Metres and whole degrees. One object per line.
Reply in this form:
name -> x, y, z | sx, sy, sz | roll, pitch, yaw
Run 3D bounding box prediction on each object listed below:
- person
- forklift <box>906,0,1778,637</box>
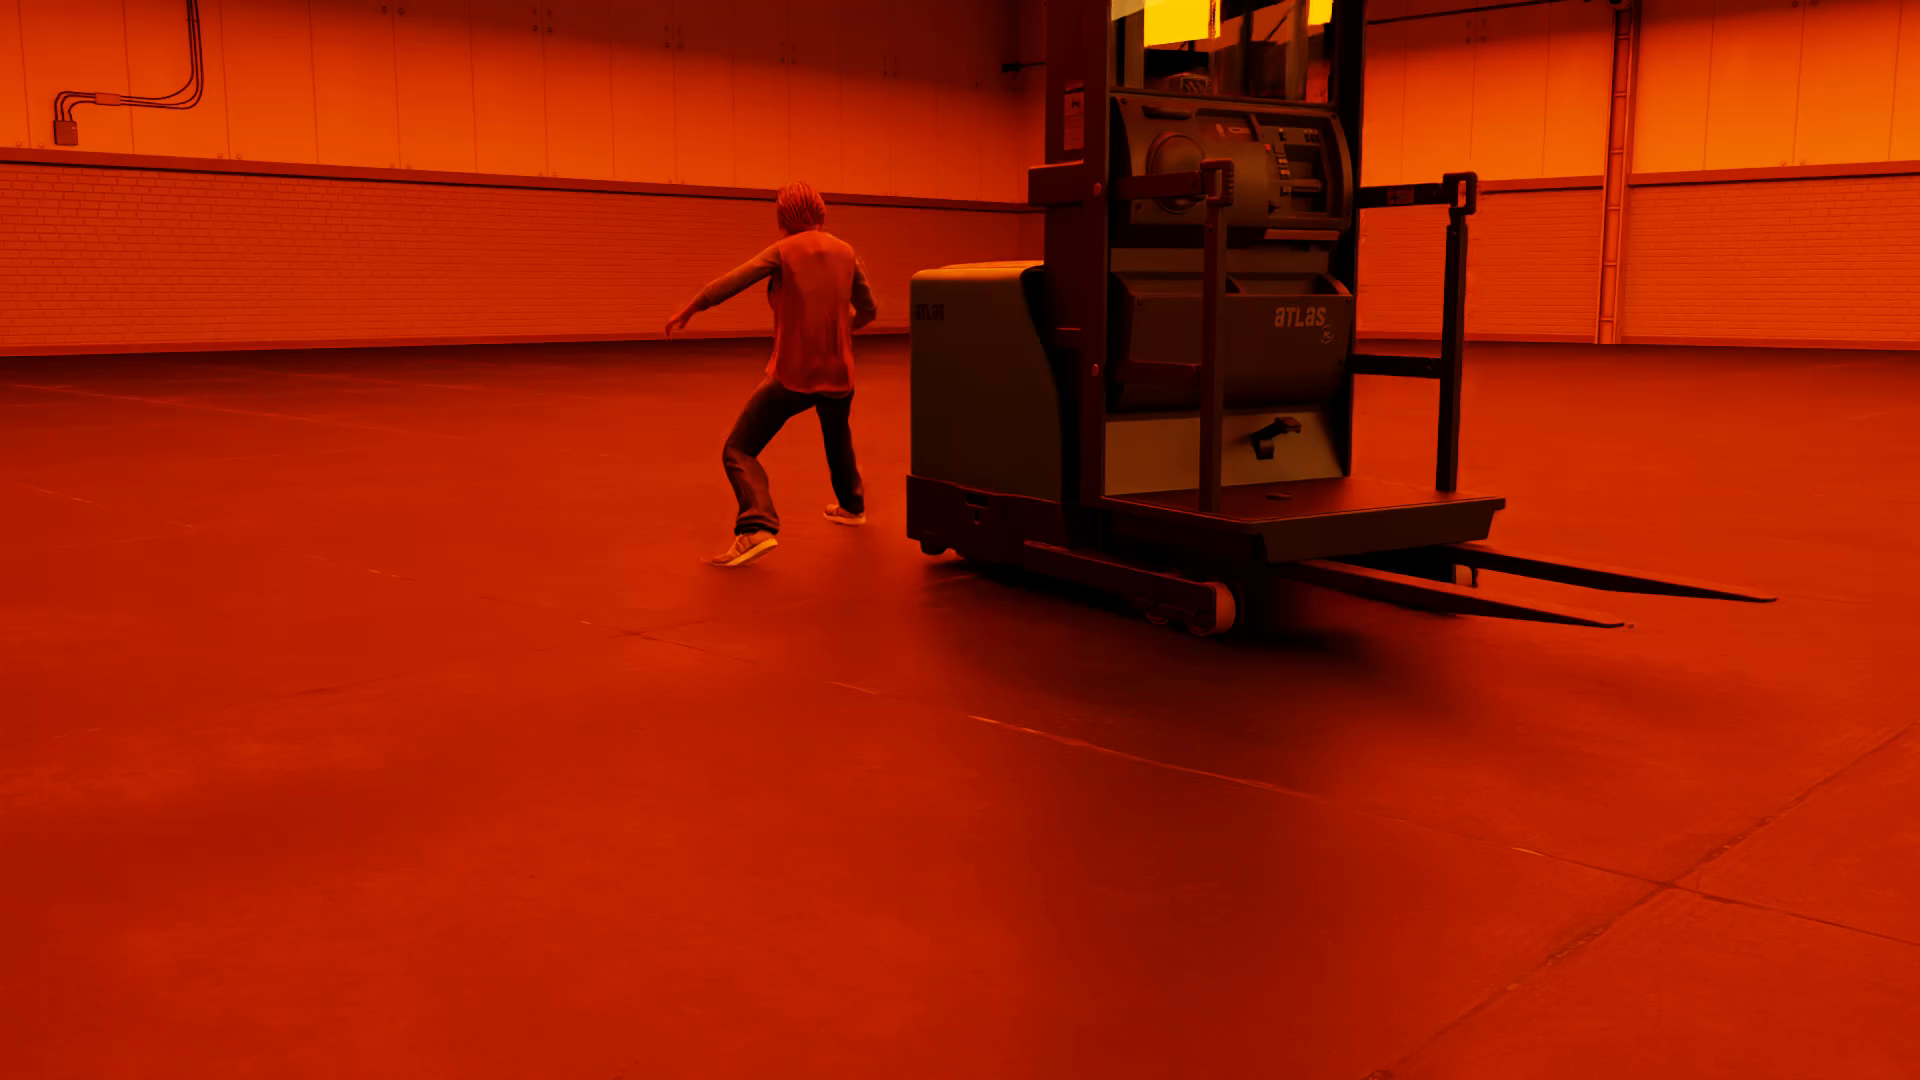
person -> -0.674, -0.672, 6.519 | 0.983, 1.440, 0.912 | -6, 10, -34
forklift -> 1.003, -1.246, 5.148 | 1.130, 2.935, 3.031 | -5, 10, -32
